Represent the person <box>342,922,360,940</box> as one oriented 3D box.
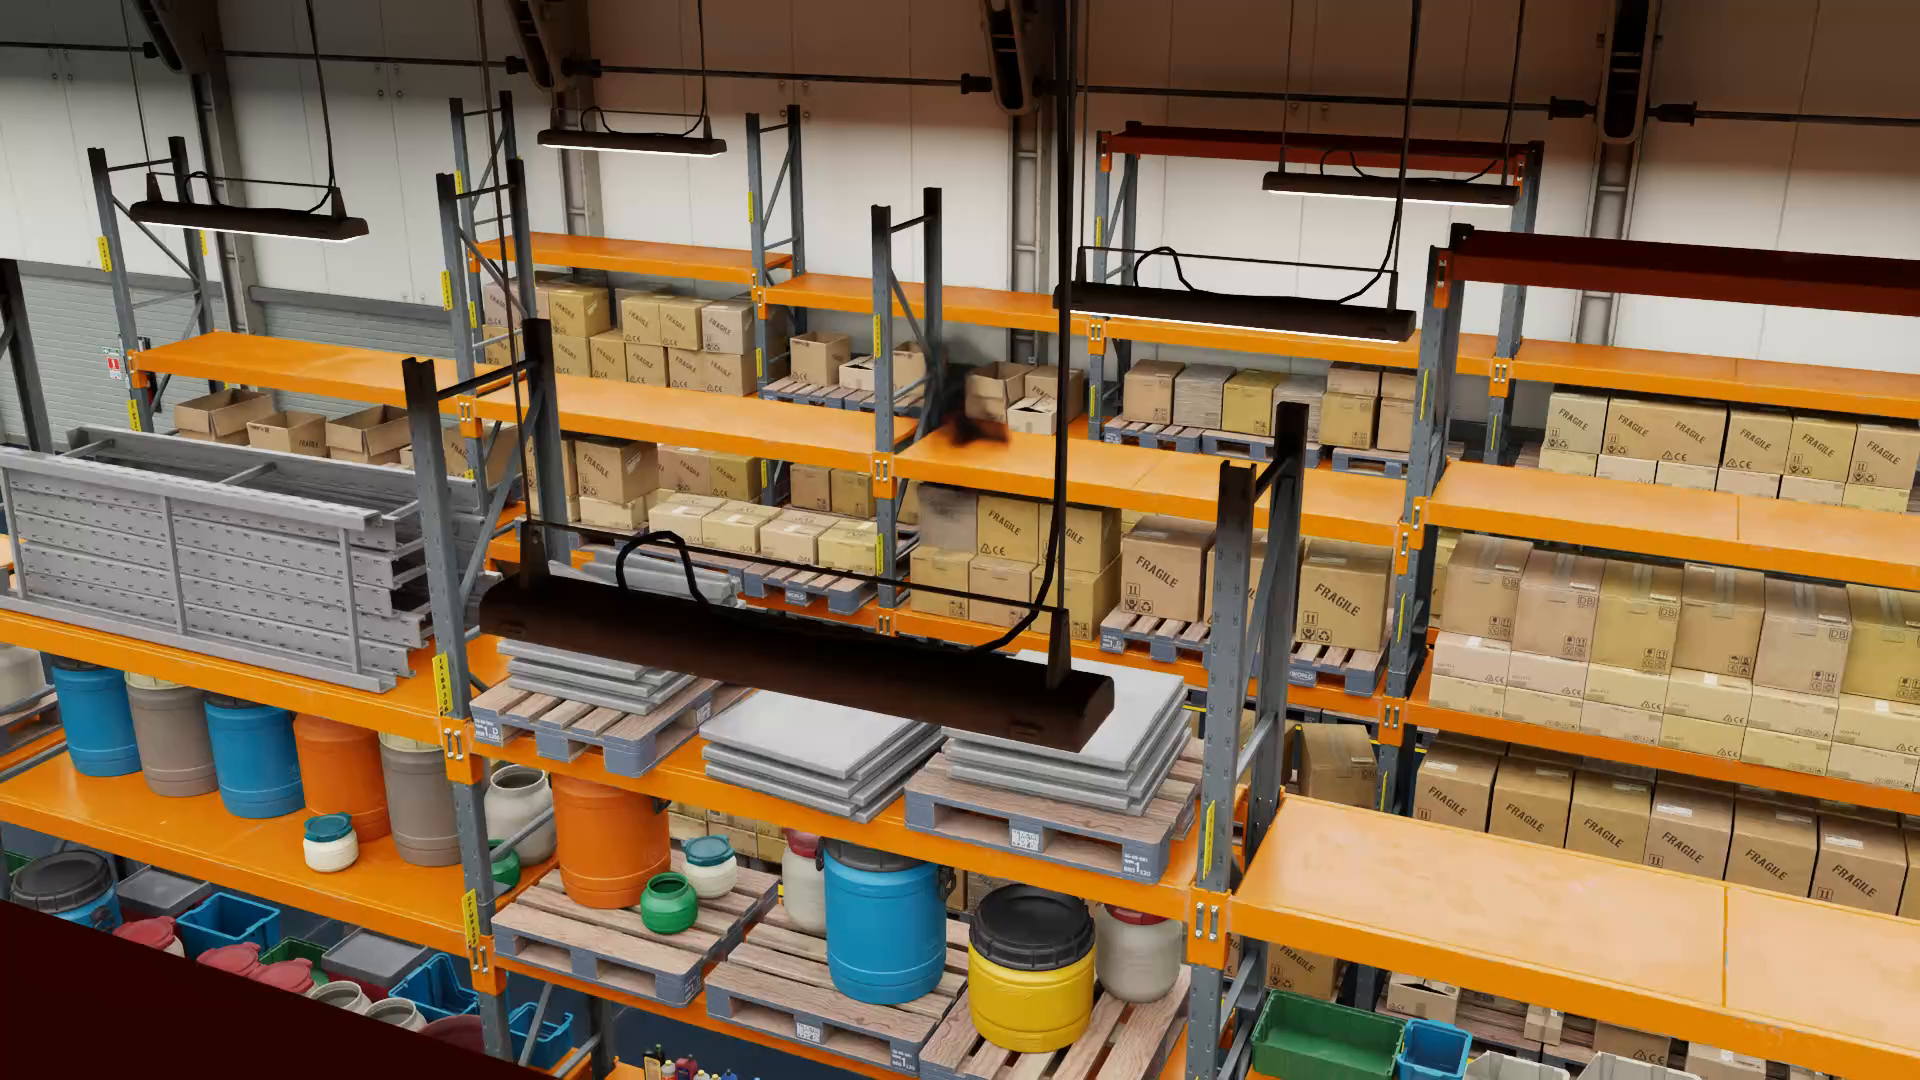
[{"bbox_3d":[-4.413,2.813,12.608,0.828,1.826,0.658,7,22,17],"label":"person"}]
